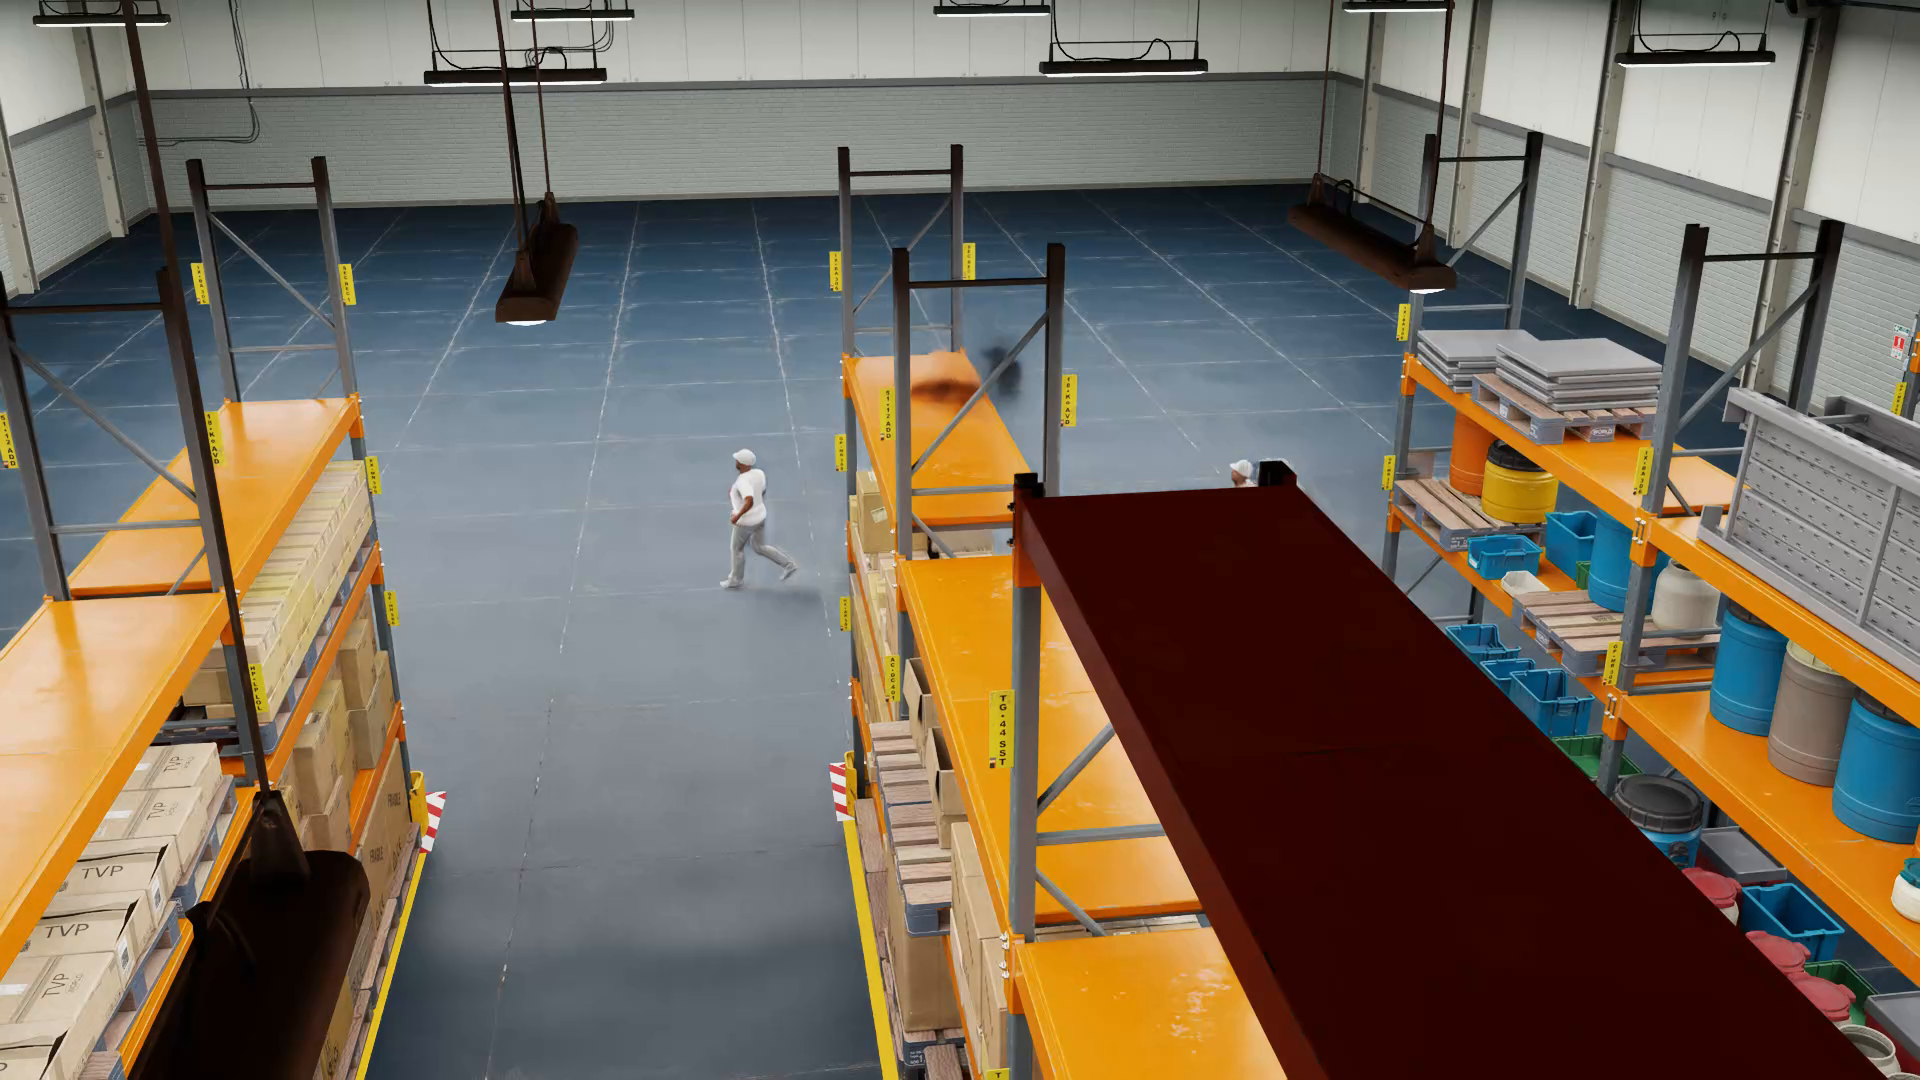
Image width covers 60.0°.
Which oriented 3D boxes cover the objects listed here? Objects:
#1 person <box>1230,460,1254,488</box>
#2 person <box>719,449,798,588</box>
[{"bbox_3d":[3.259,-0.121,19.594,0.621,1.733,0.679,6,22,16],"label":"person"},{"bbox_3d":[-2.460,-0.223,19.813,0.975,1.771,0.710,9,23,21],"label":"person"}]
